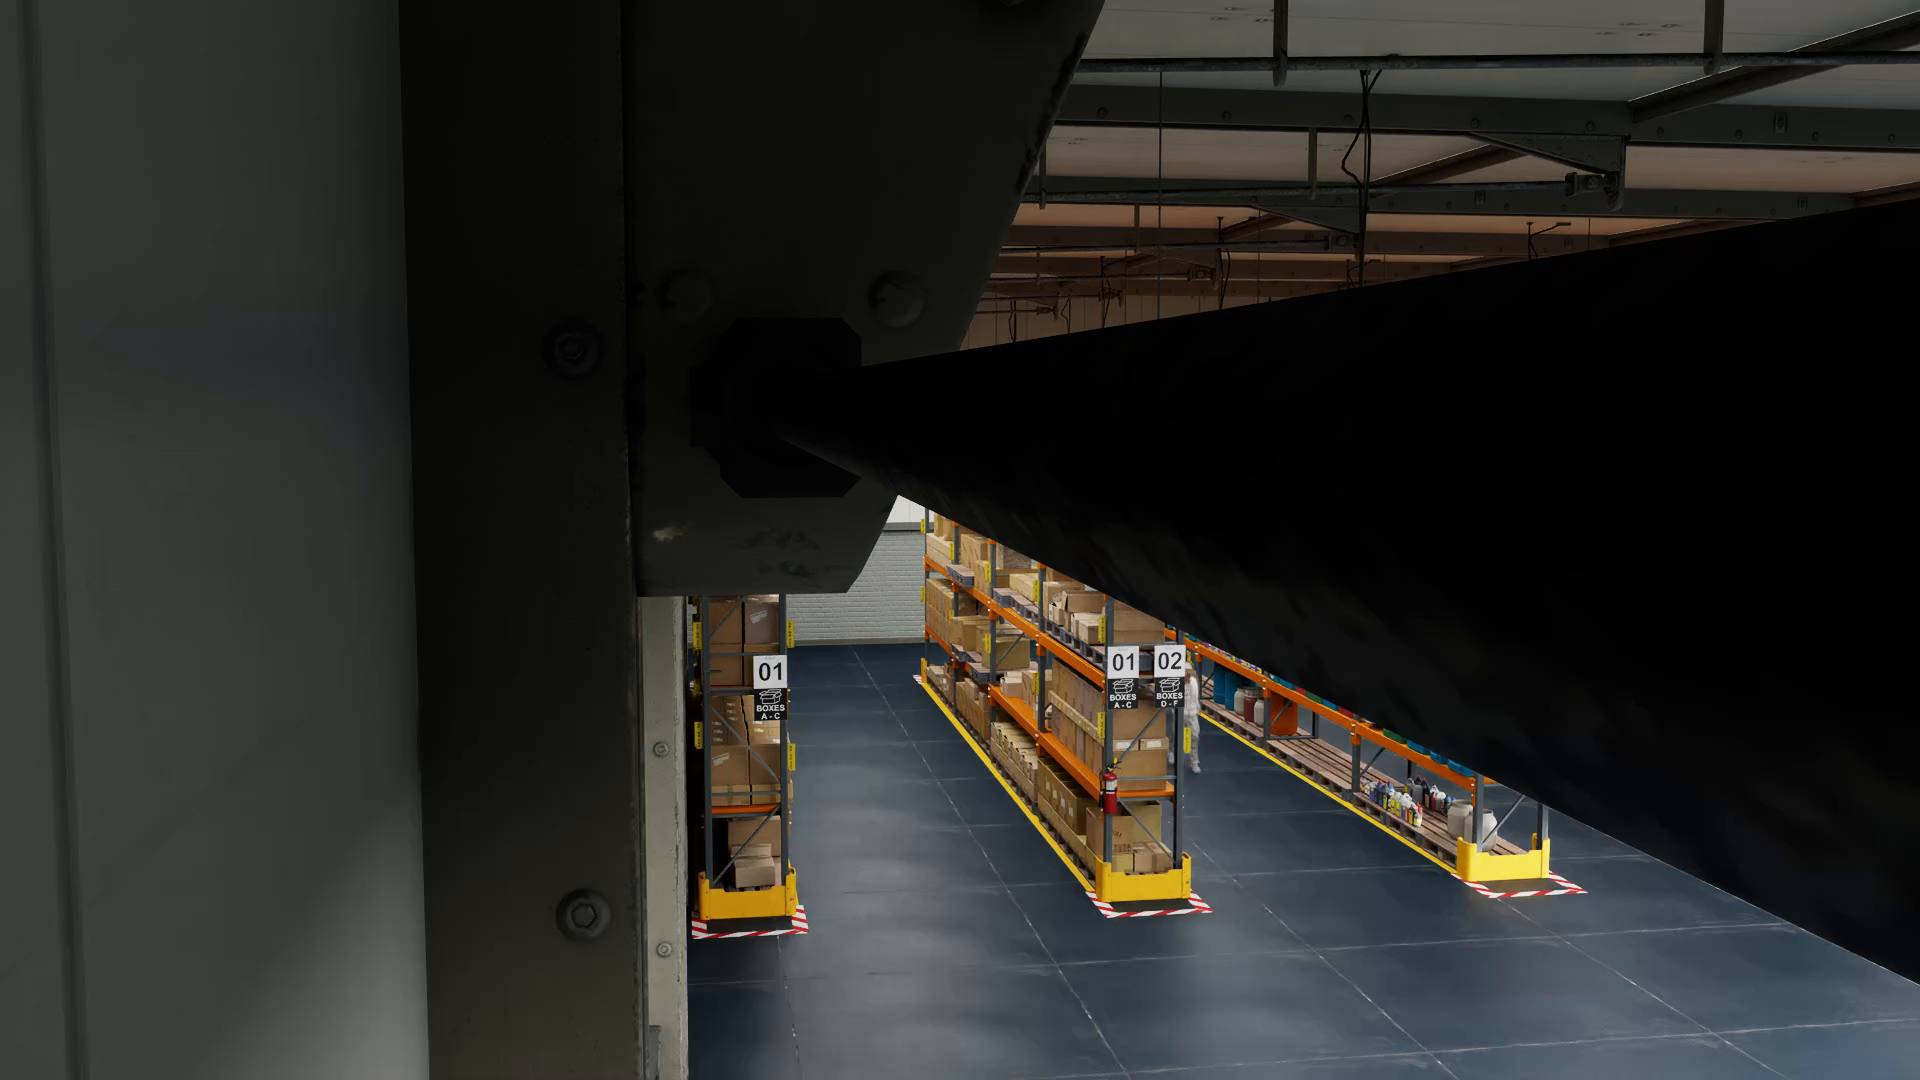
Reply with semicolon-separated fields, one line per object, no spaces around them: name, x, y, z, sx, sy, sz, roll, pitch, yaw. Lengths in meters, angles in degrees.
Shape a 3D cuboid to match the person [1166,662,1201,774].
person;3.767;2.954;27.986;0.704;1.813;0.906;-2;5;-19
